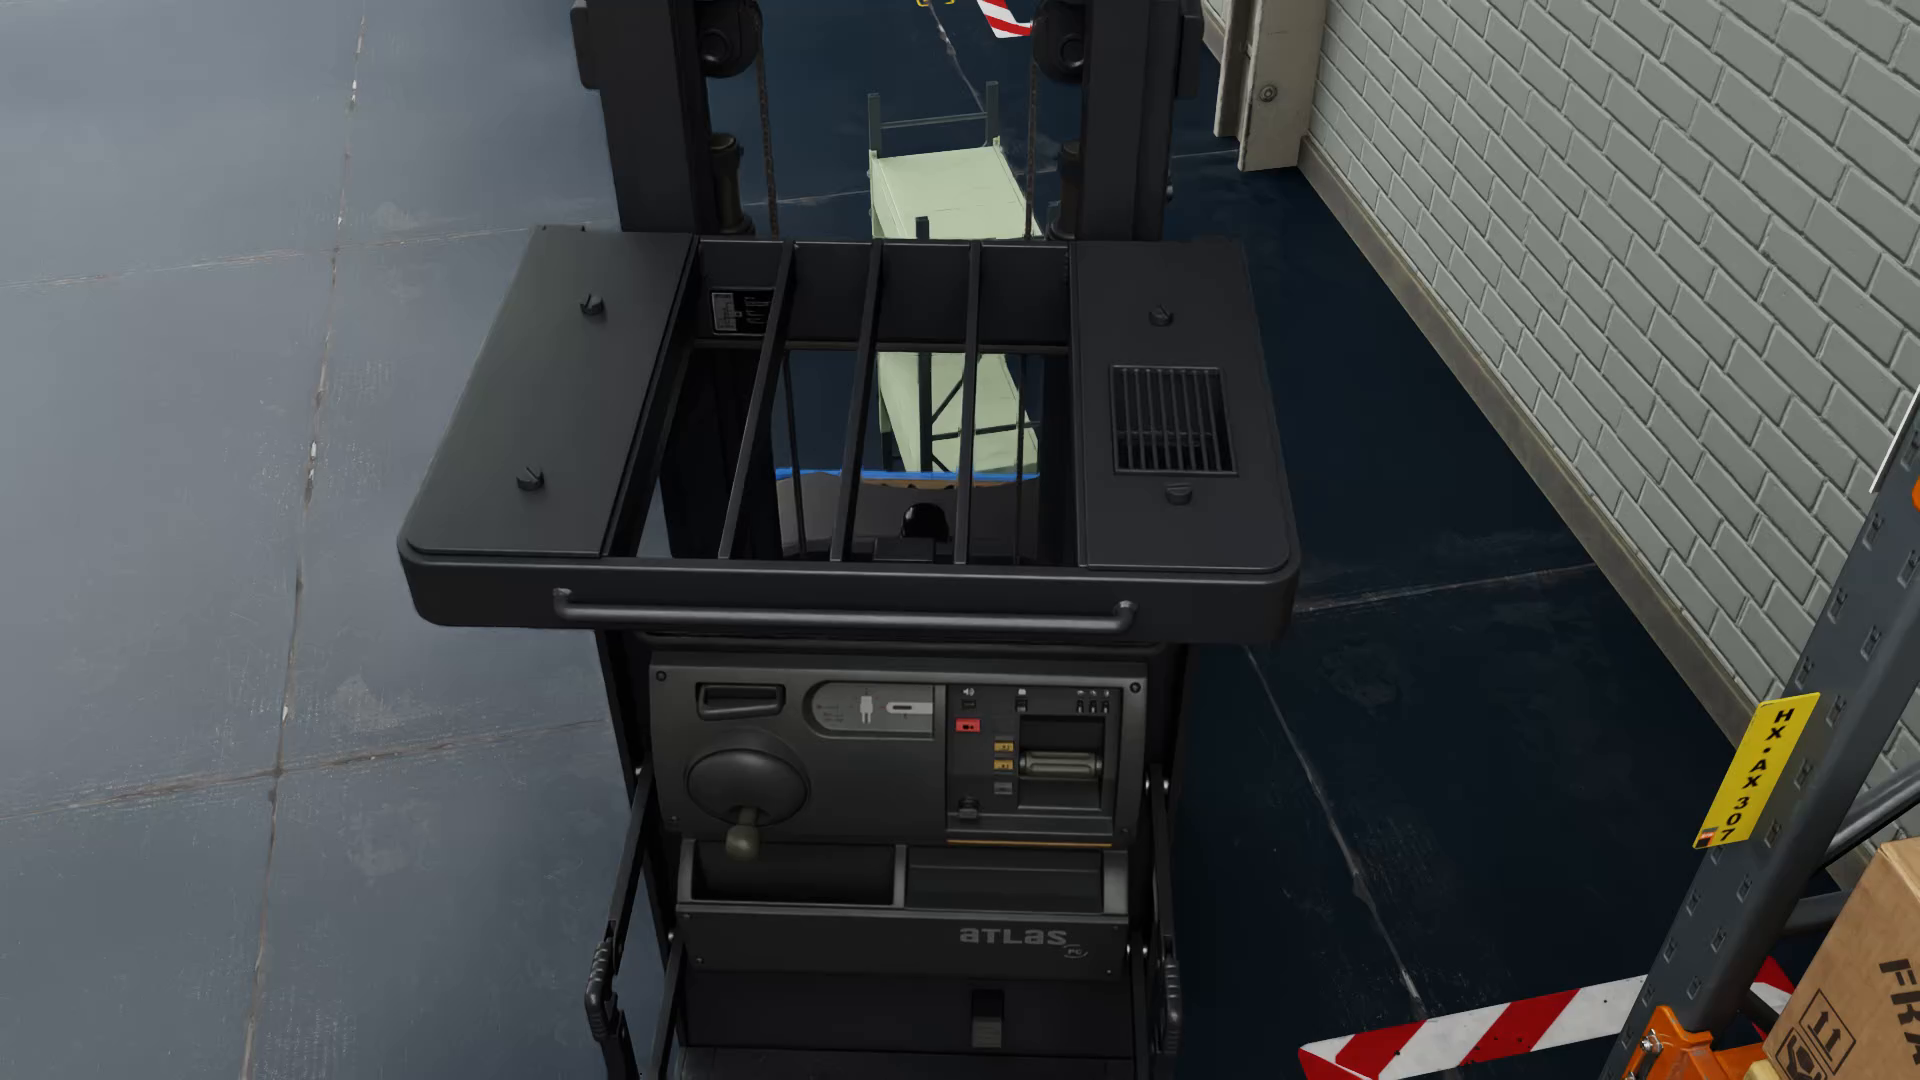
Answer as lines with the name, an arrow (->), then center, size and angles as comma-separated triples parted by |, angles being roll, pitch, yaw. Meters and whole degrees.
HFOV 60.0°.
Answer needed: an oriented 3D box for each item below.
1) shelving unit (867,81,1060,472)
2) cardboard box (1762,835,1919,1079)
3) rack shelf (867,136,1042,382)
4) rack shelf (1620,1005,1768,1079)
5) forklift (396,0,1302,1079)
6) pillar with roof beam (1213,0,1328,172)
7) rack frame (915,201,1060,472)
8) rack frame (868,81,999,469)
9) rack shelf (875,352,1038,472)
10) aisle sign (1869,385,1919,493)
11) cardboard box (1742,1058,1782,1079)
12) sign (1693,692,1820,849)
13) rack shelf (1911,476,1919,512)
shelving unit -> -0.001, -0.565, 5.257 | 0.431, 1.500, 0.755 | -8, 42, -9
cardboard box -> 1.512, 0.711, 2.223 | 0.500, 0.500, 0.500 | -8, 42, -9
rack shelf -> -0.001, -0.857, 4.998 | 0.431, 0.370, 0.720 | -8, 42, -9
rack shelf -> 2.134, 2.156, 1.604 | 1.077, 0.370, 4.000 | -8, 42, -9
forklift -> -0.122, 0.499, 2.980 | 1.130, 2.935, 3.031 | 1, 42, 1
pillar with roof beam -> -2.800, -4.596, 4.149 | 9.100, 9.000, 0.400 | -8, 42, -9
rack frame -> 0.078, -0.328, 4.990 | 0.400, 1.500, 0.023 | -8, 42, -9
rack frame -> -0.080, -0.802, 5.524 | 0.400, 1.500, 0.023 | -8, 42, -9
rack shelf -> -0.001, -0.321, 5.473 | 0.431, 0.370, 0.720 | -8, 42, -9
aisle sign -> 1.394, -0.386, 1.967 | 0.394, 0.787, 0.004 | -8, 42, -9
cardboard box -> 1.498, 1.001, 2.461 | 0.500, 0.250, 0.500 | -9, 42, -11
sign -> 1.173, 0.344, 2.450 | 0.100, 0.325, 0.005 | -8, 42, -9
rack shelf -> 2.134, 1.034, 0.608 | 1.077, 0.370, 4.000 | -8, 42, -9
